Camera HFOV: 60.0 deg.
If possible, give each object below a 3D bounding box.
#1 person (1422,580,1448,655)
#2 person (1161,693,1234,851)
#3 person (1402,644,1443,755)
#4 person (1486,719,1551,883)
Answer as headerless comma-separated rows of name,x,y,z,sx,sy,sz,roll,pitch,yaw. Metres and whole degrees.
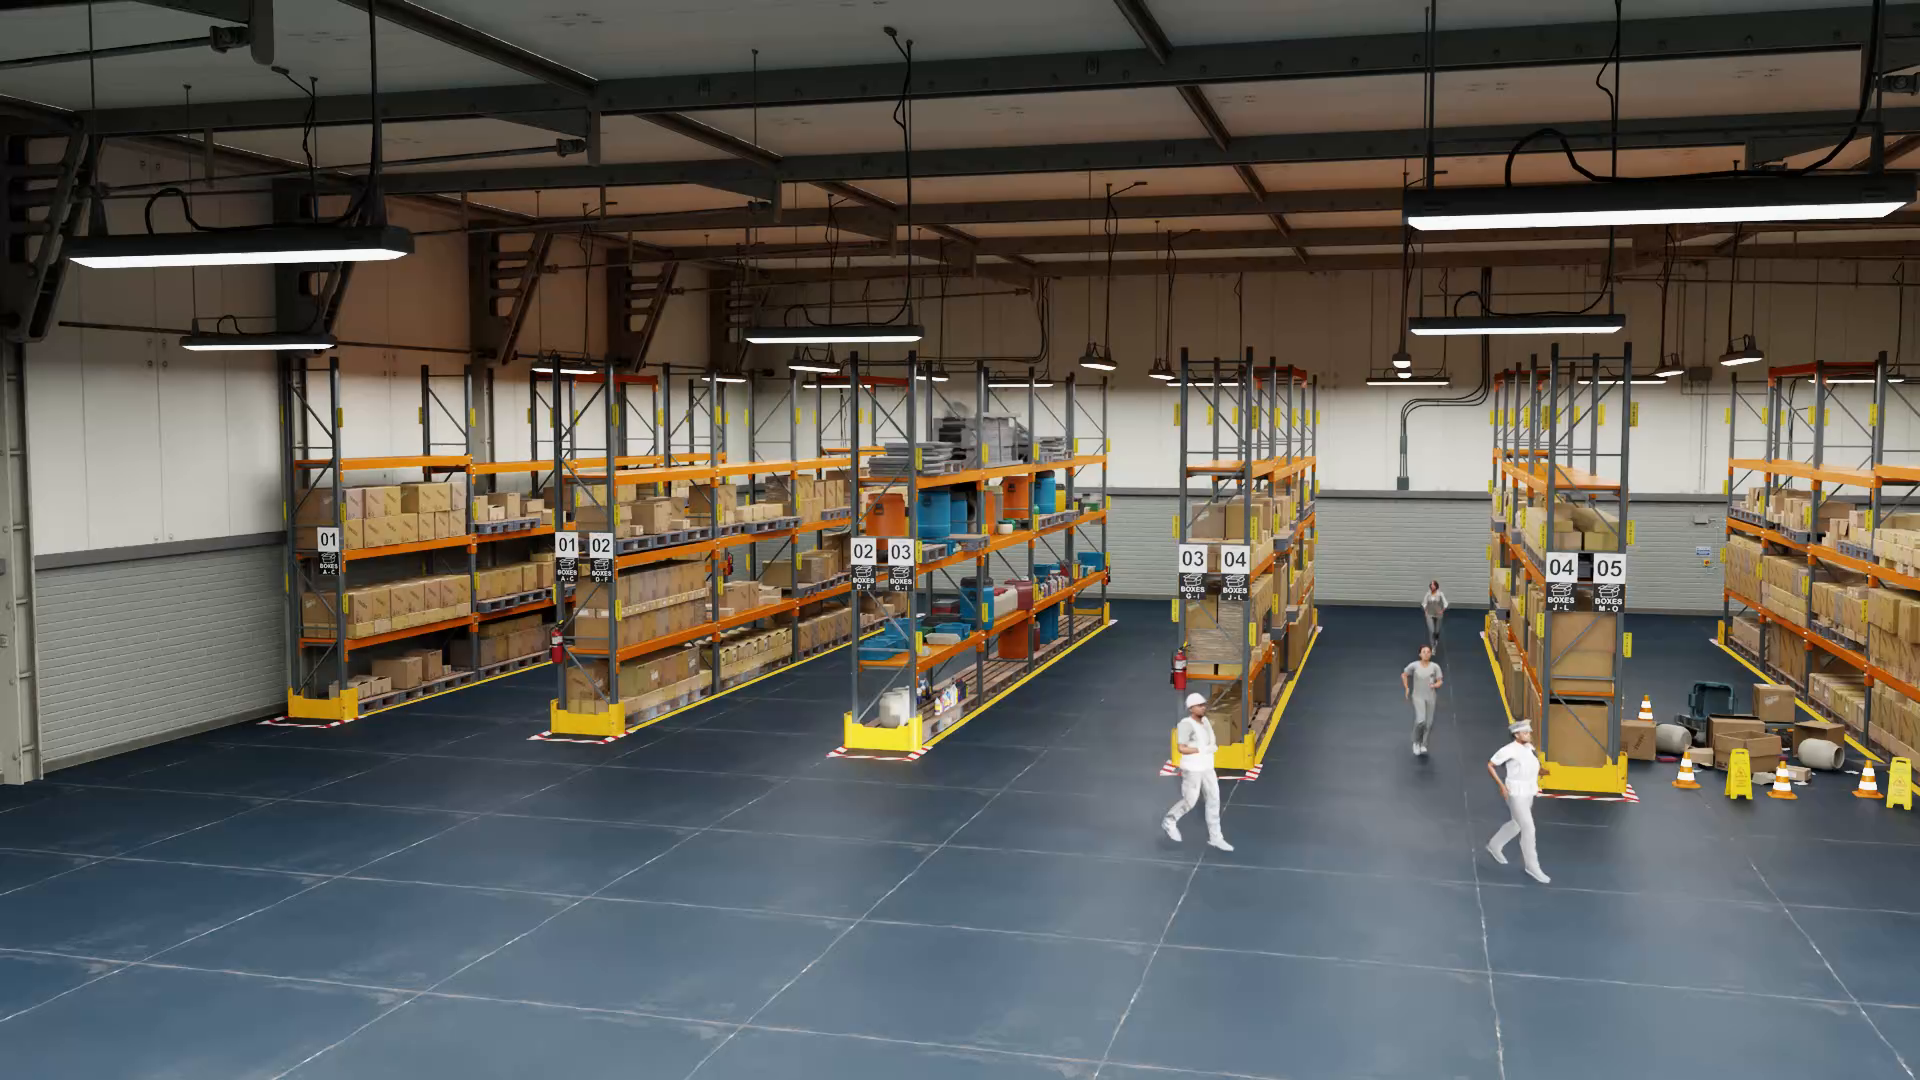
person,10.076,1.640,35.309,0.535,1.579,0.594,2,5,23
person,2.754,2.661,19.267,0.929,1.779,0.683,4,6,44
person,6.853,2.360,24.579,0.546,1.638,0.647,0,4,2
person,6.116,2.804,18.198,0.562,1.721,0.885,-3,5,-38
